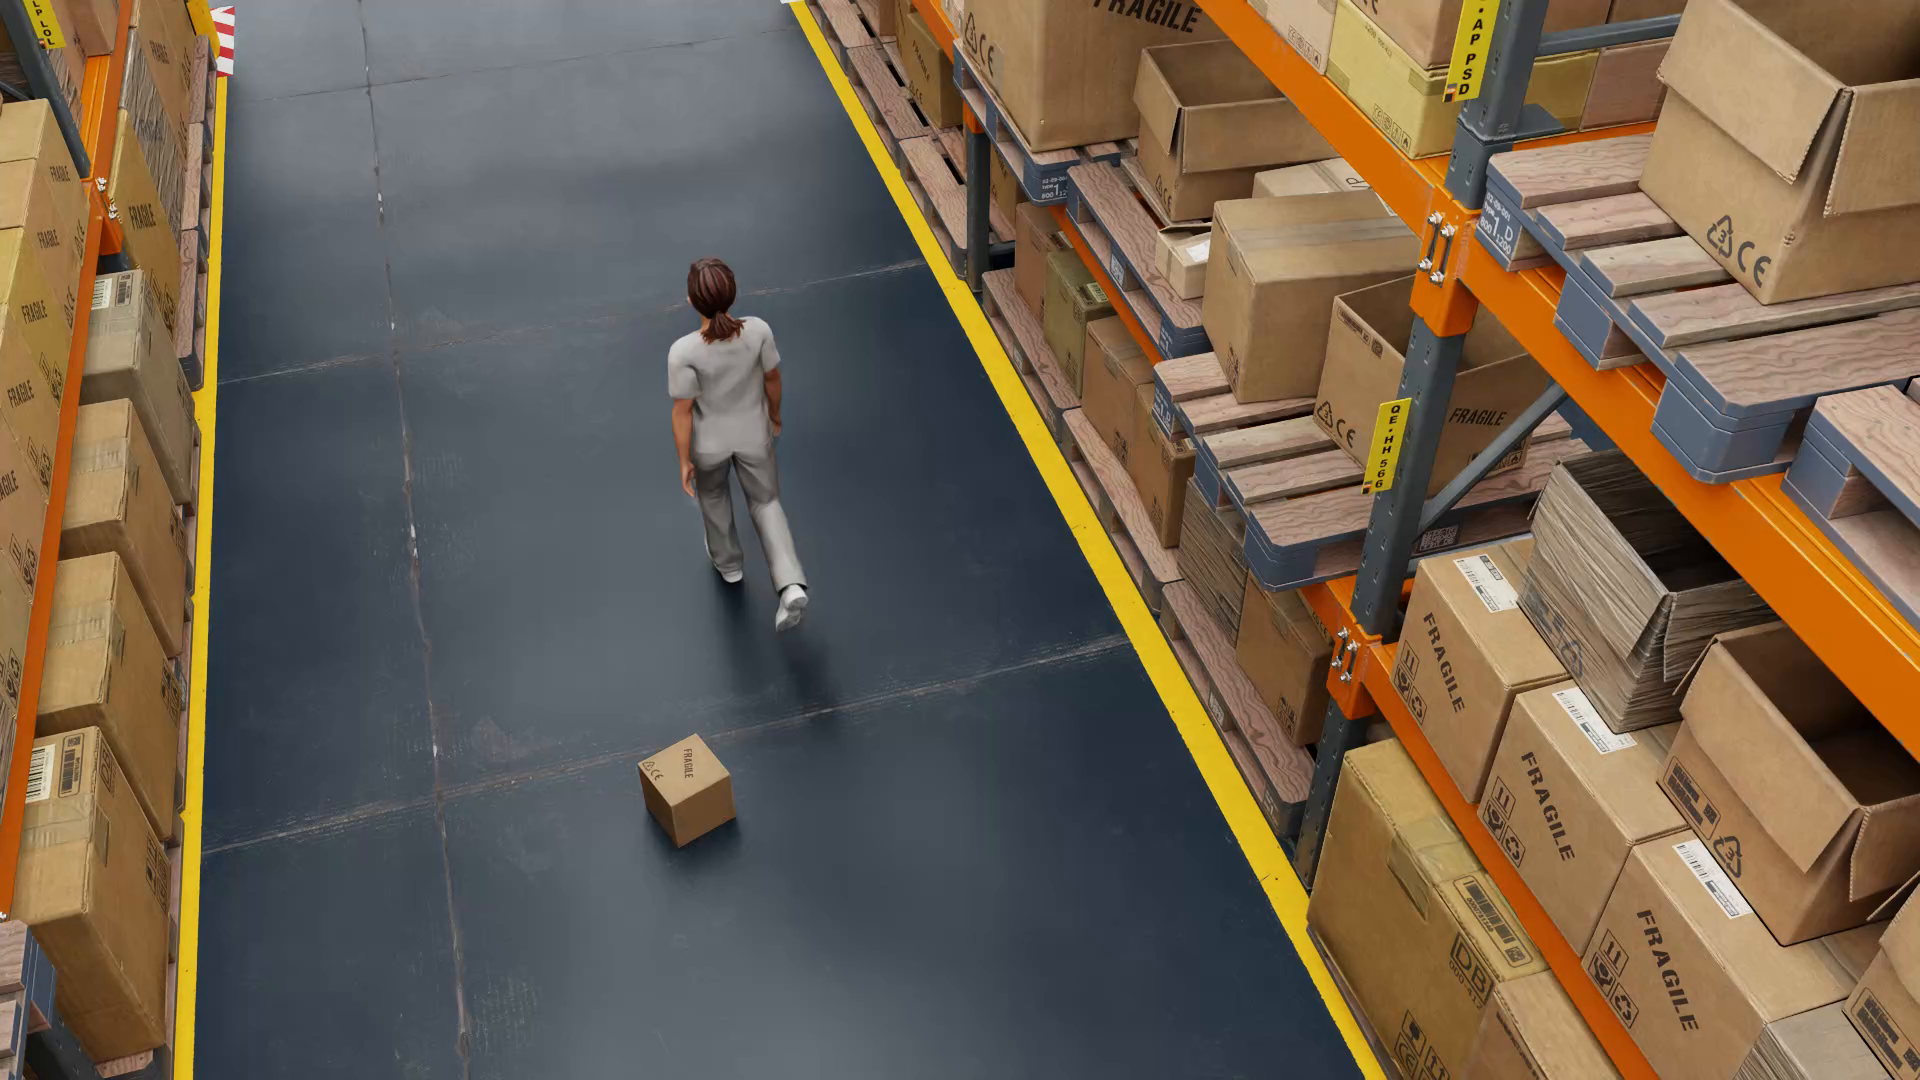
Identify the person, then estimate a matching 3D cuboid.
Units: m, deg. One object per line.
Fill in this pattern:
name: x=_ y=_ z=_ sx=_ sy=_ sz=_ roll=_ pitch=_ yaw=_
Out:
person: x=-0.888 y=-0.357 z=6.563 sx=0.461 sy=1.619 sz=0.814 roll=-13 pitch=44 yaw=-14
